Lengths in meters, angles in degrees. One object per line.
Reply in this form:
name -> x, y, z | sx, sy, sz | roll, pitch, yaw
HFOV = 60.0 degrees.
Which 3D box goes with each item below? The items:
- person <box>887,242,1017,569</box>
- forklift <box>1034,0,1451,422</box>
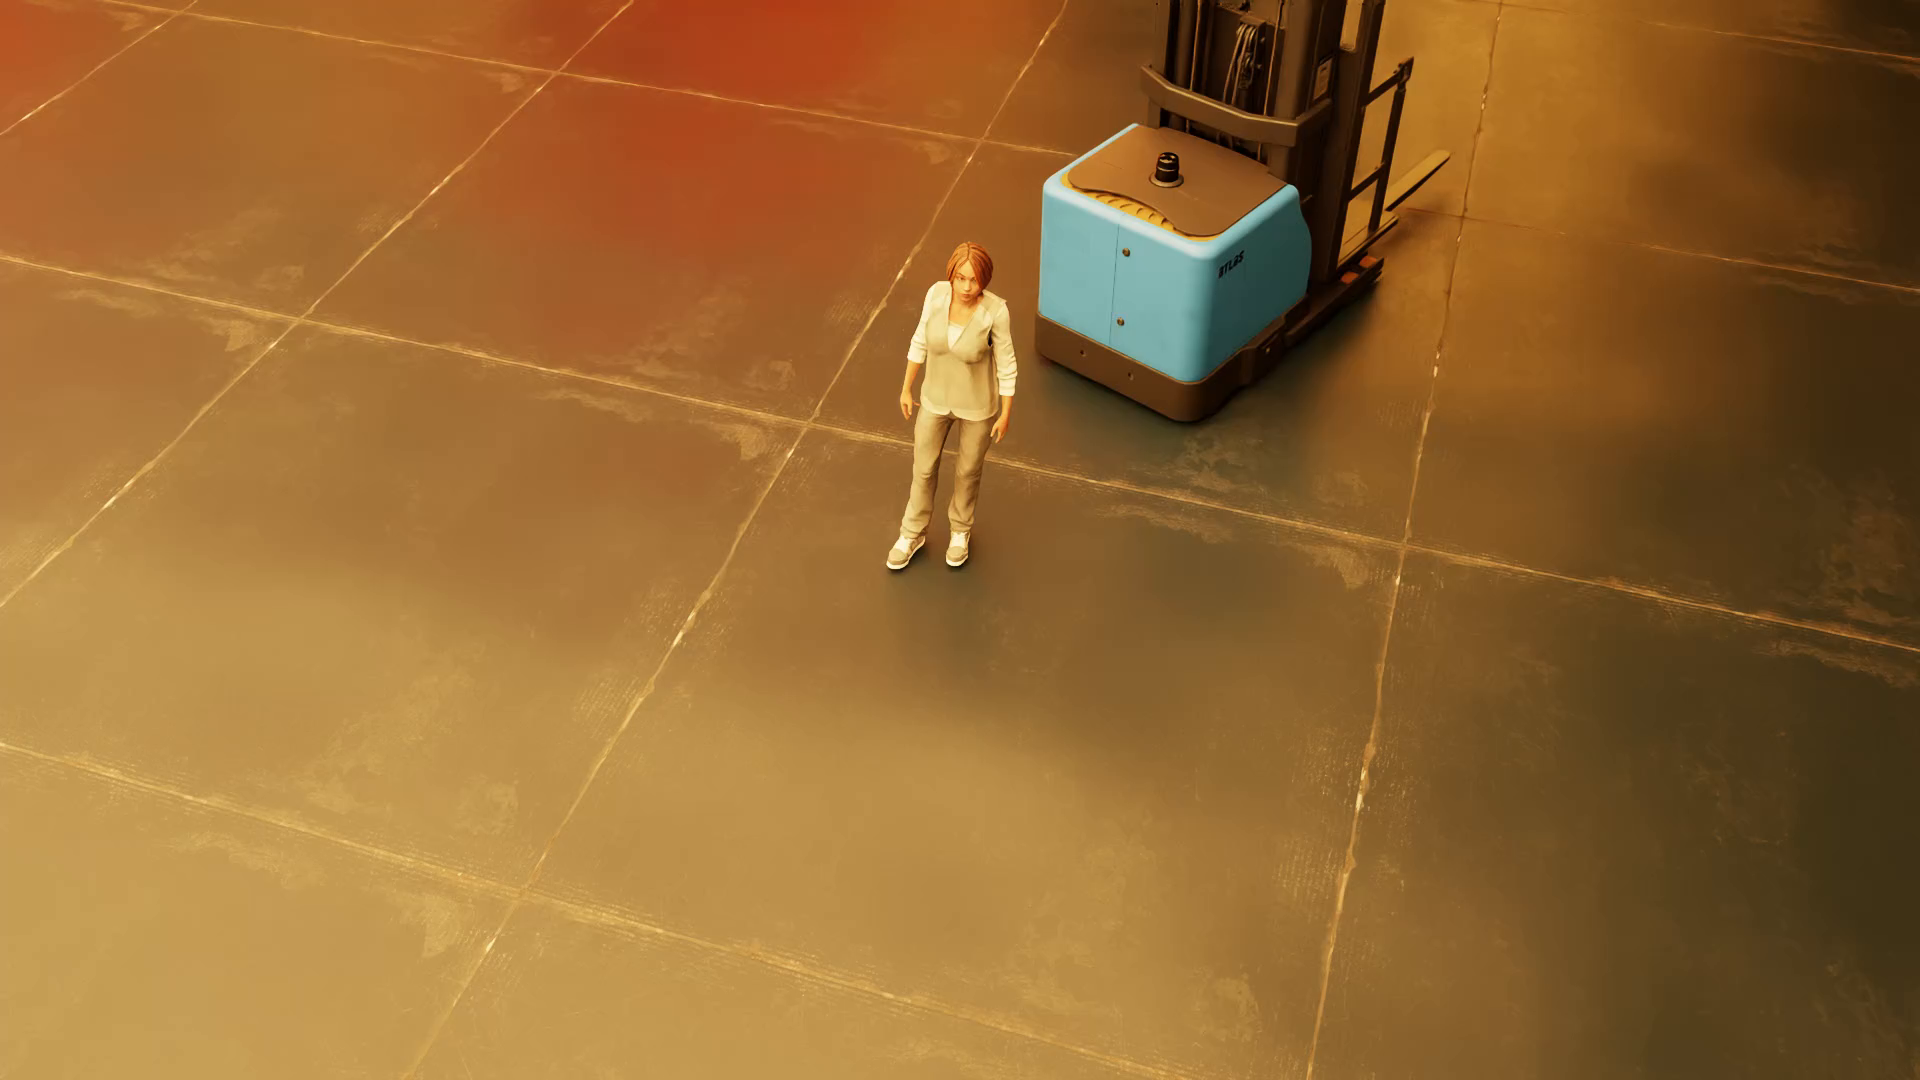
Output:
person -> -0.036, -0.545, 7.244 | 0.520, 1.597, 0.475 | 12, 44, 13
forklift -> 1.728, -2.603, 8.487 | 1.130, 2.935, 3.031 | 30, 51, 28
